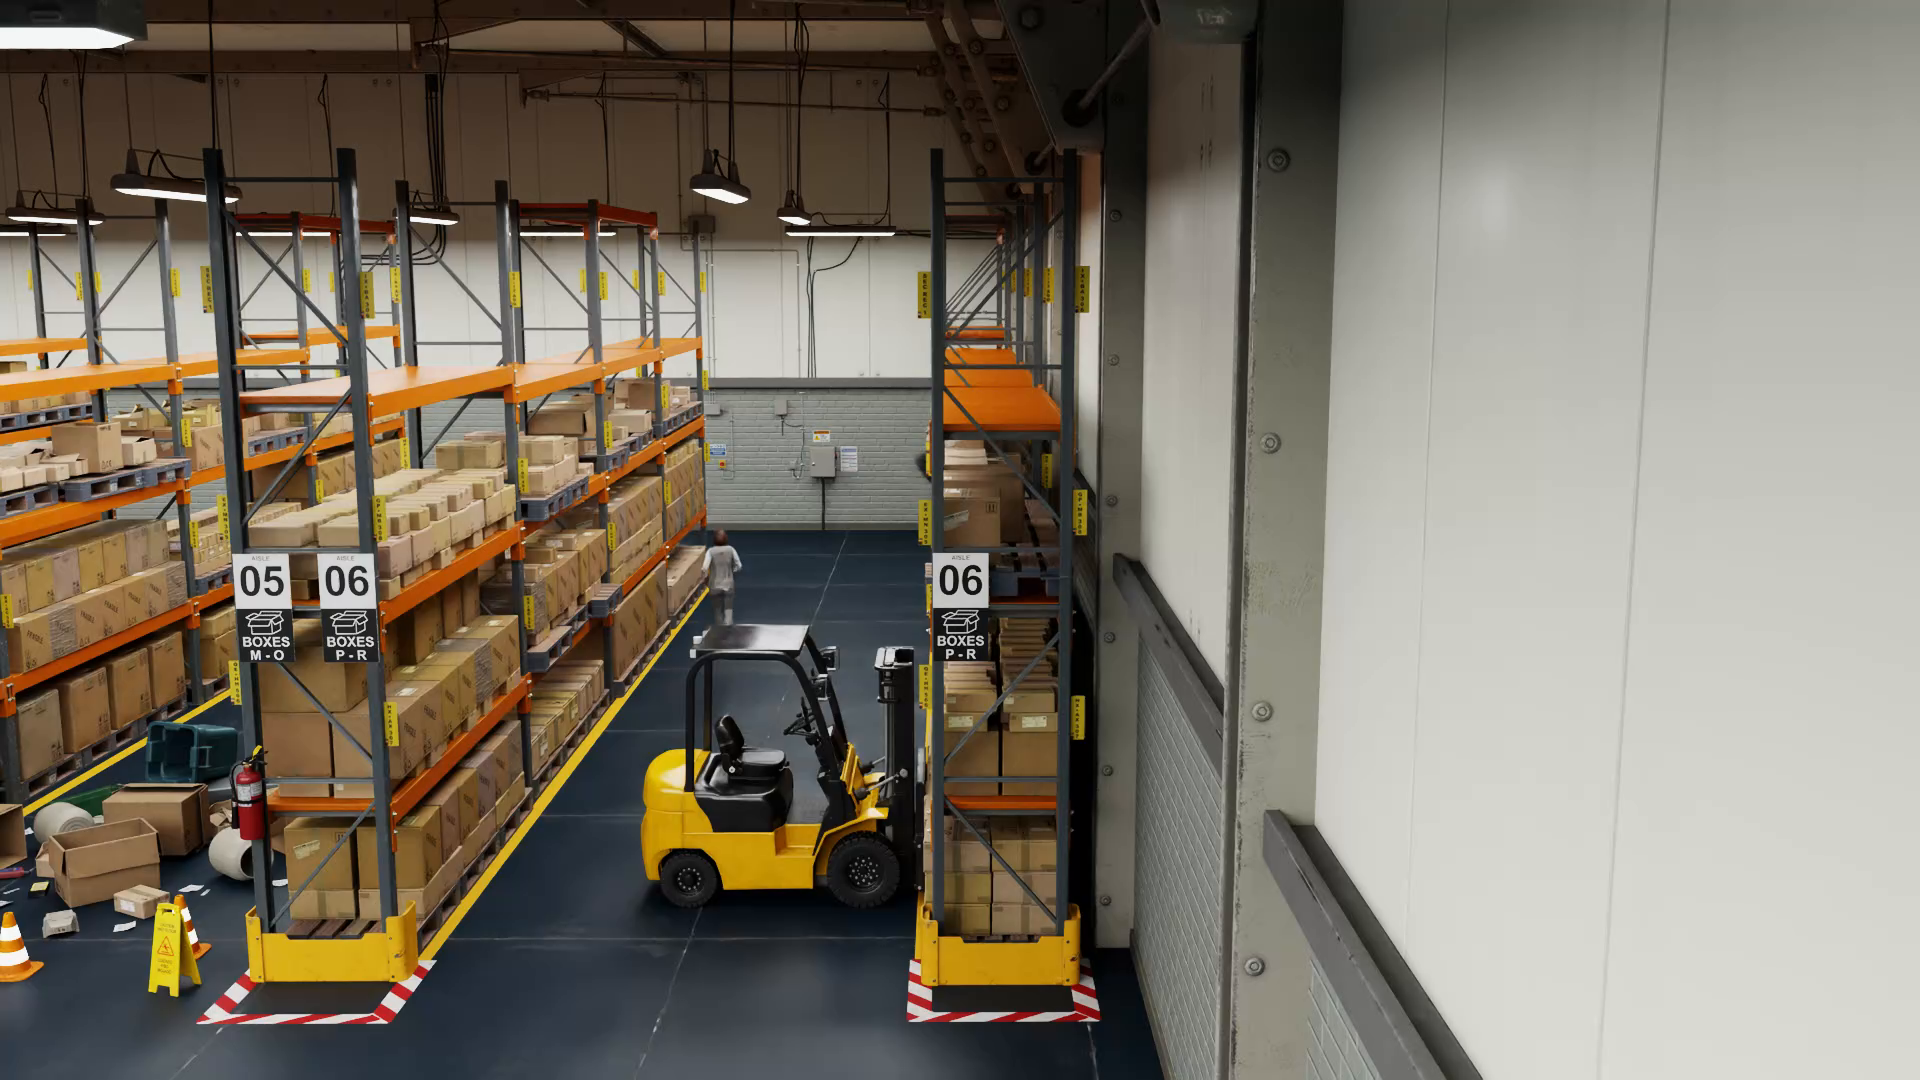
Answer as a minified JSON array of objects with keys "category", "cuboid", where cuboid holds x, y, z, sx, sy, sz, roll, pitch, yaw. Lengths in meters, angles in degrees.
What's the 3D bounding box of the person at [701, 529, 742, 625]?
[{"category":"person","cuboid":[-3.125,0.593,21.793,0.542,1.495,0.522,-2,9,-15]}]
